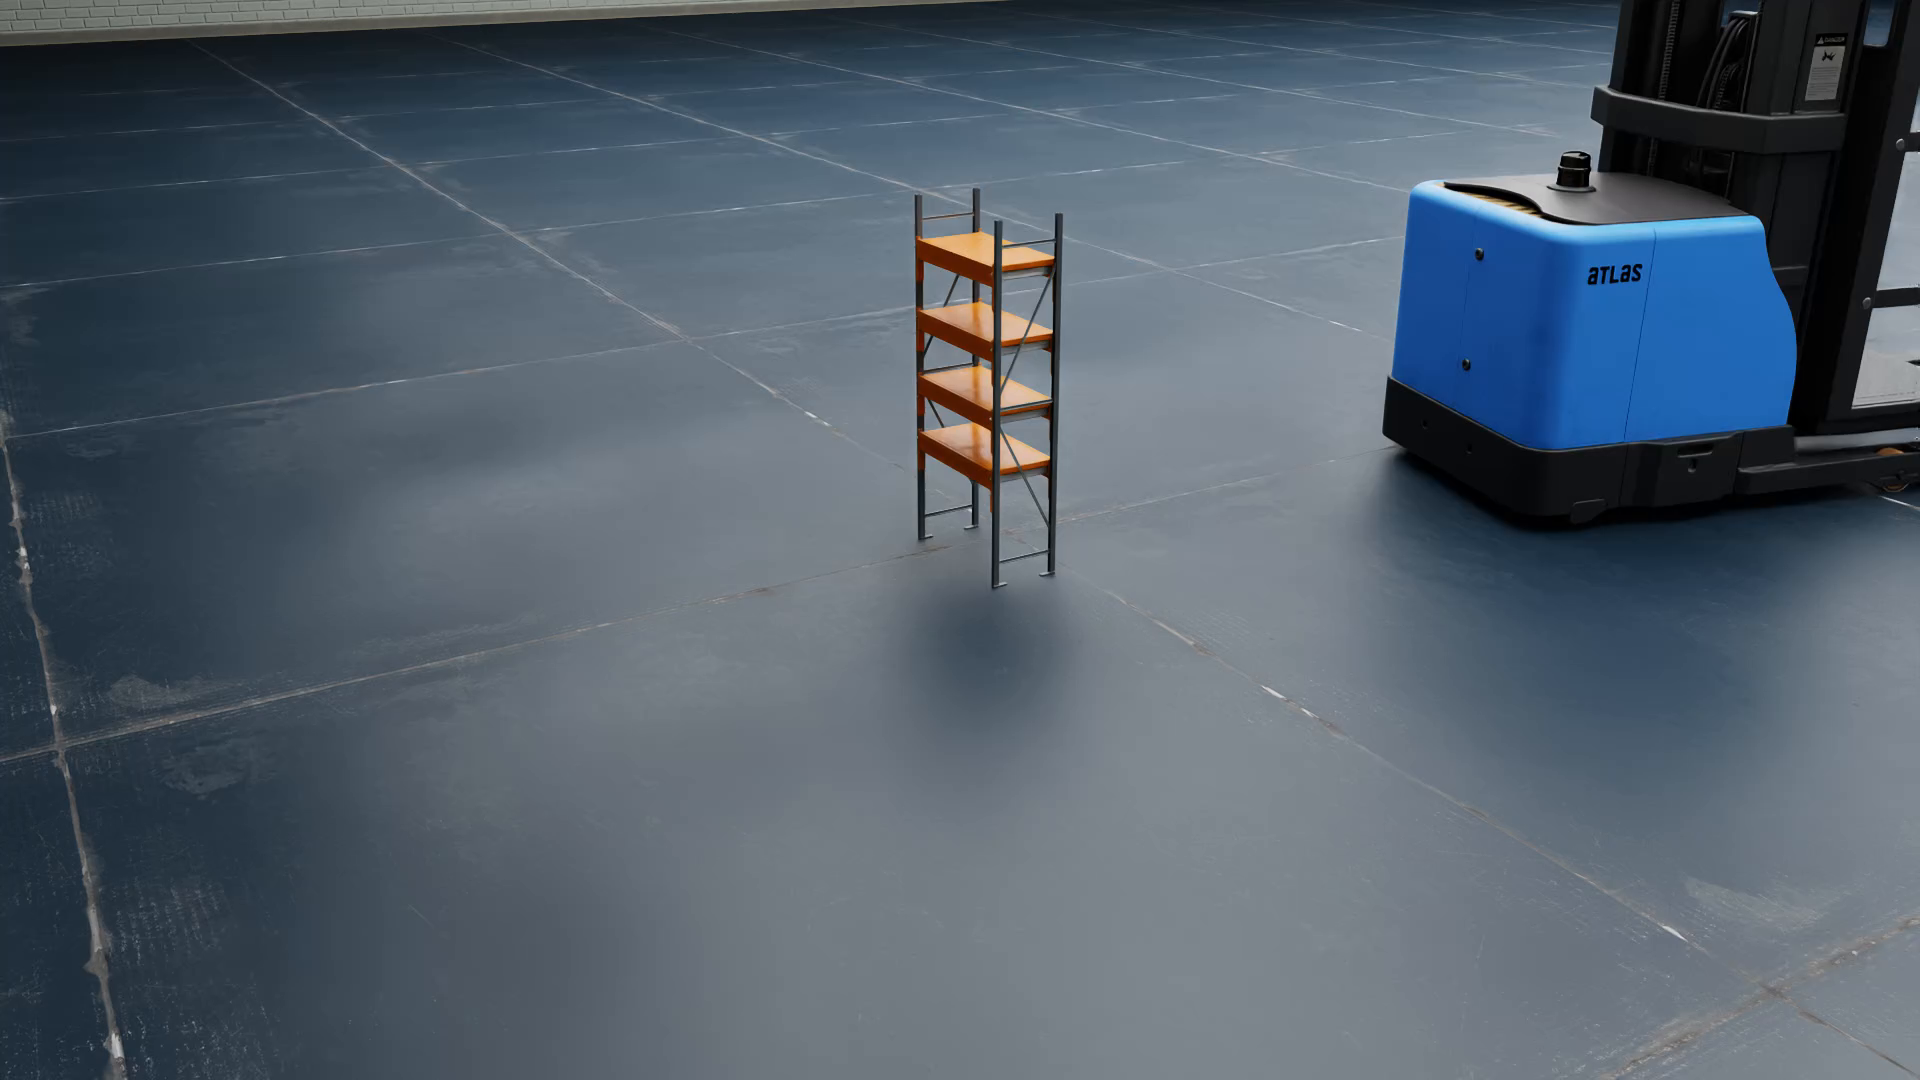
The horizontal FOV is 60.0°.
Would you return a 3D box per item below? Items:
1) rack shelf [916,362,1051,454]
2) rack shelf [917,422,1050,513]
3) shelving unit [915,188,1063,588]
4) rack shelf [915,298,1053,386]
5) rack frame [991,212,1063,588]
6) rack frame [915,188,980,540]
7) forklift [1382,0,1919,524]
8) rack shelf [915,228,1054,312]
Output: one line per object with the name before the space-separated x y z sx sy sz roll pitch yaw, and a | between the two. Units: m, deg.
rack shelf | 0.085 -0.440 5.479 0.258 0.148 0.480 -13 25 -28
rack shelf | 0.085 -0.256 5.554 0.258 0.148 0.480 -13 25 -28
shelving unit | 0.085 -0.502 5.454 0.258 1.200 0.503 -13 25 -28
rack shelf | 0.085 -0.647 5.395 0.258 0.148 0.480 -13 25 -28
rack frame | 0.209 -0.423 5.259 0.240 1.200 0.015 -13 25 -28
rack frame | -0.040 -0.581 5.648 0.240 1.200 0.015 -13 25 -28
forklift | 3.269 -1.718 6.145 3.031 2.935 1.130 -7 23 -16
rack shelf | 0.085 -0.866 5.306 0.258 0.148 0.480 -13 25 -28
